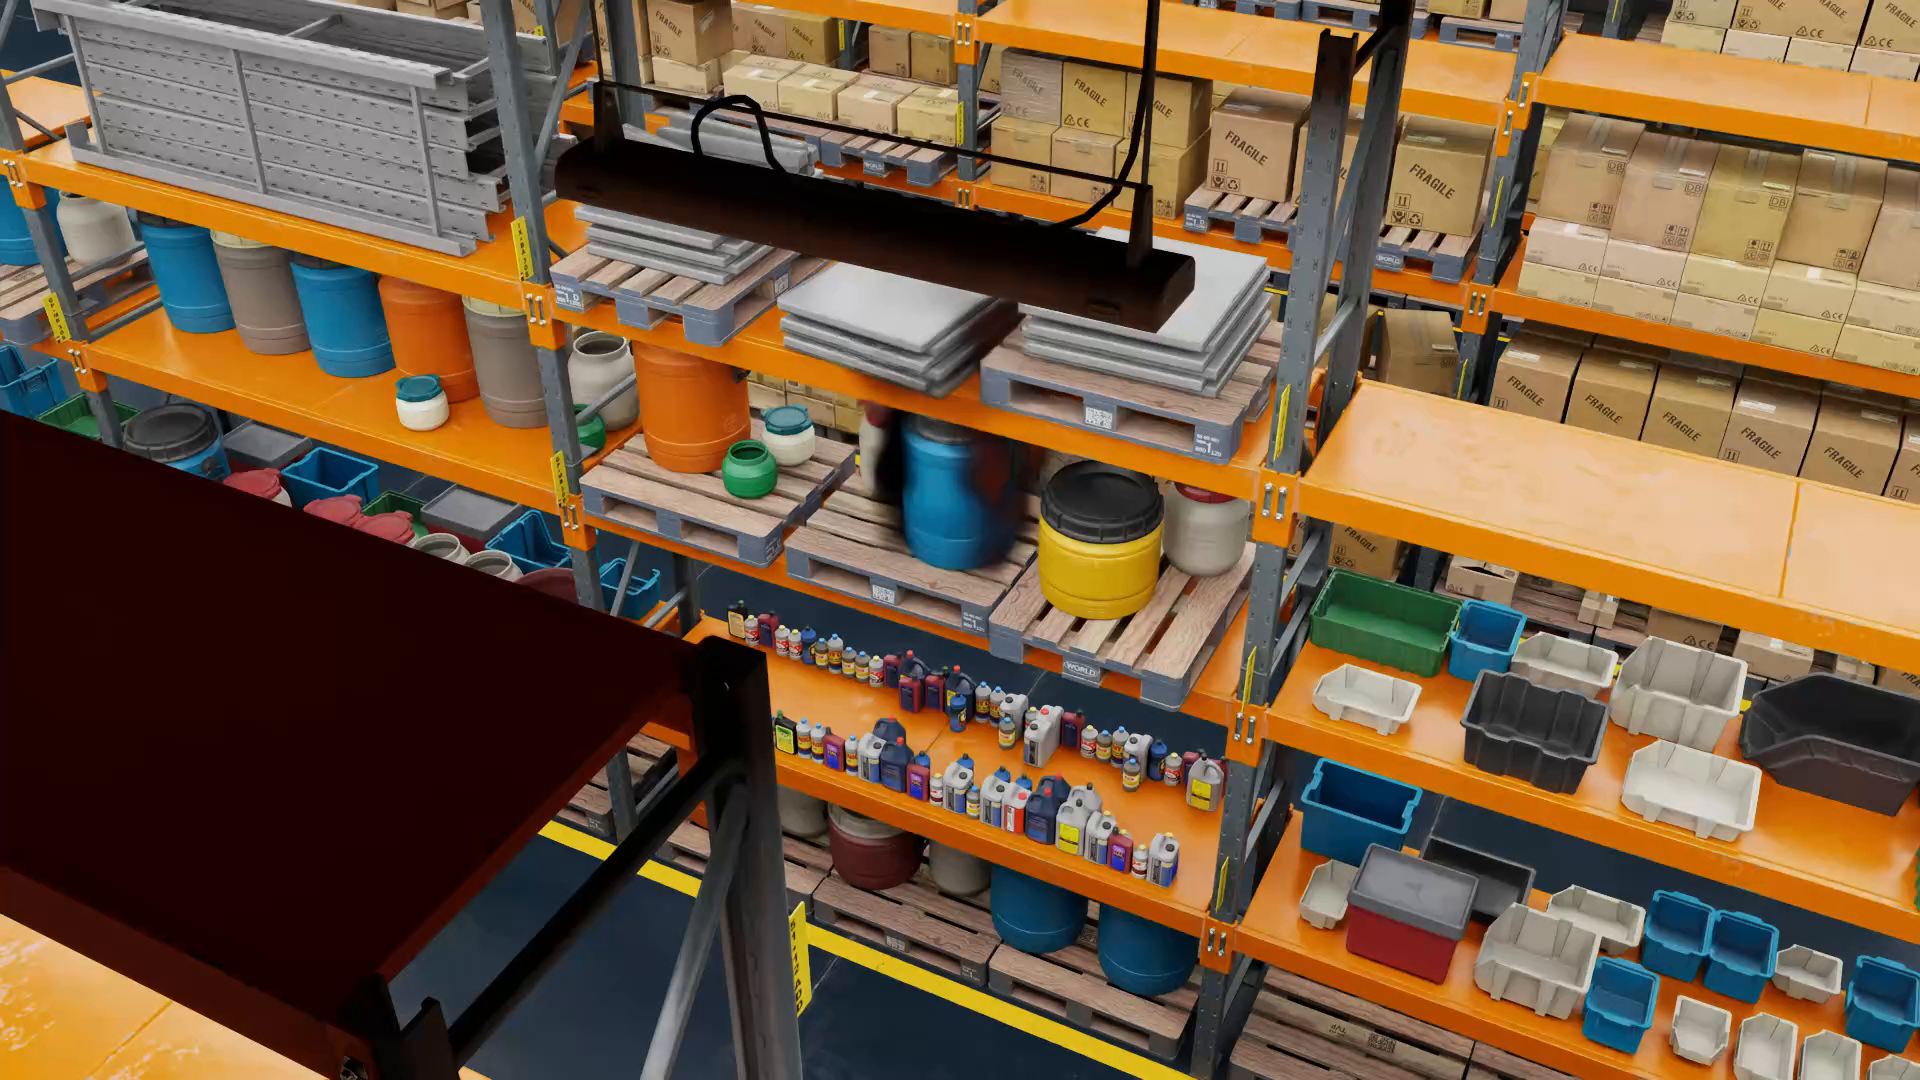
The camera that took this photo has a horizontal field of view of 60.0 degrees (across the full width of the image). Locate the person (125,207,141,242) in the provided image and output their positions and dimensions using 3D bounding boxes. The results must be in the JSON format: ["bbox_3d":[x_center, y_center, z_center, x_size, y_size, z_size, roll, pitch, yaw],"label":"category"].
[{"bbox_3d":[-9.036,-3.822,17.853,0.648,1.826,0.402,10,36,14],"label":"person"}]
